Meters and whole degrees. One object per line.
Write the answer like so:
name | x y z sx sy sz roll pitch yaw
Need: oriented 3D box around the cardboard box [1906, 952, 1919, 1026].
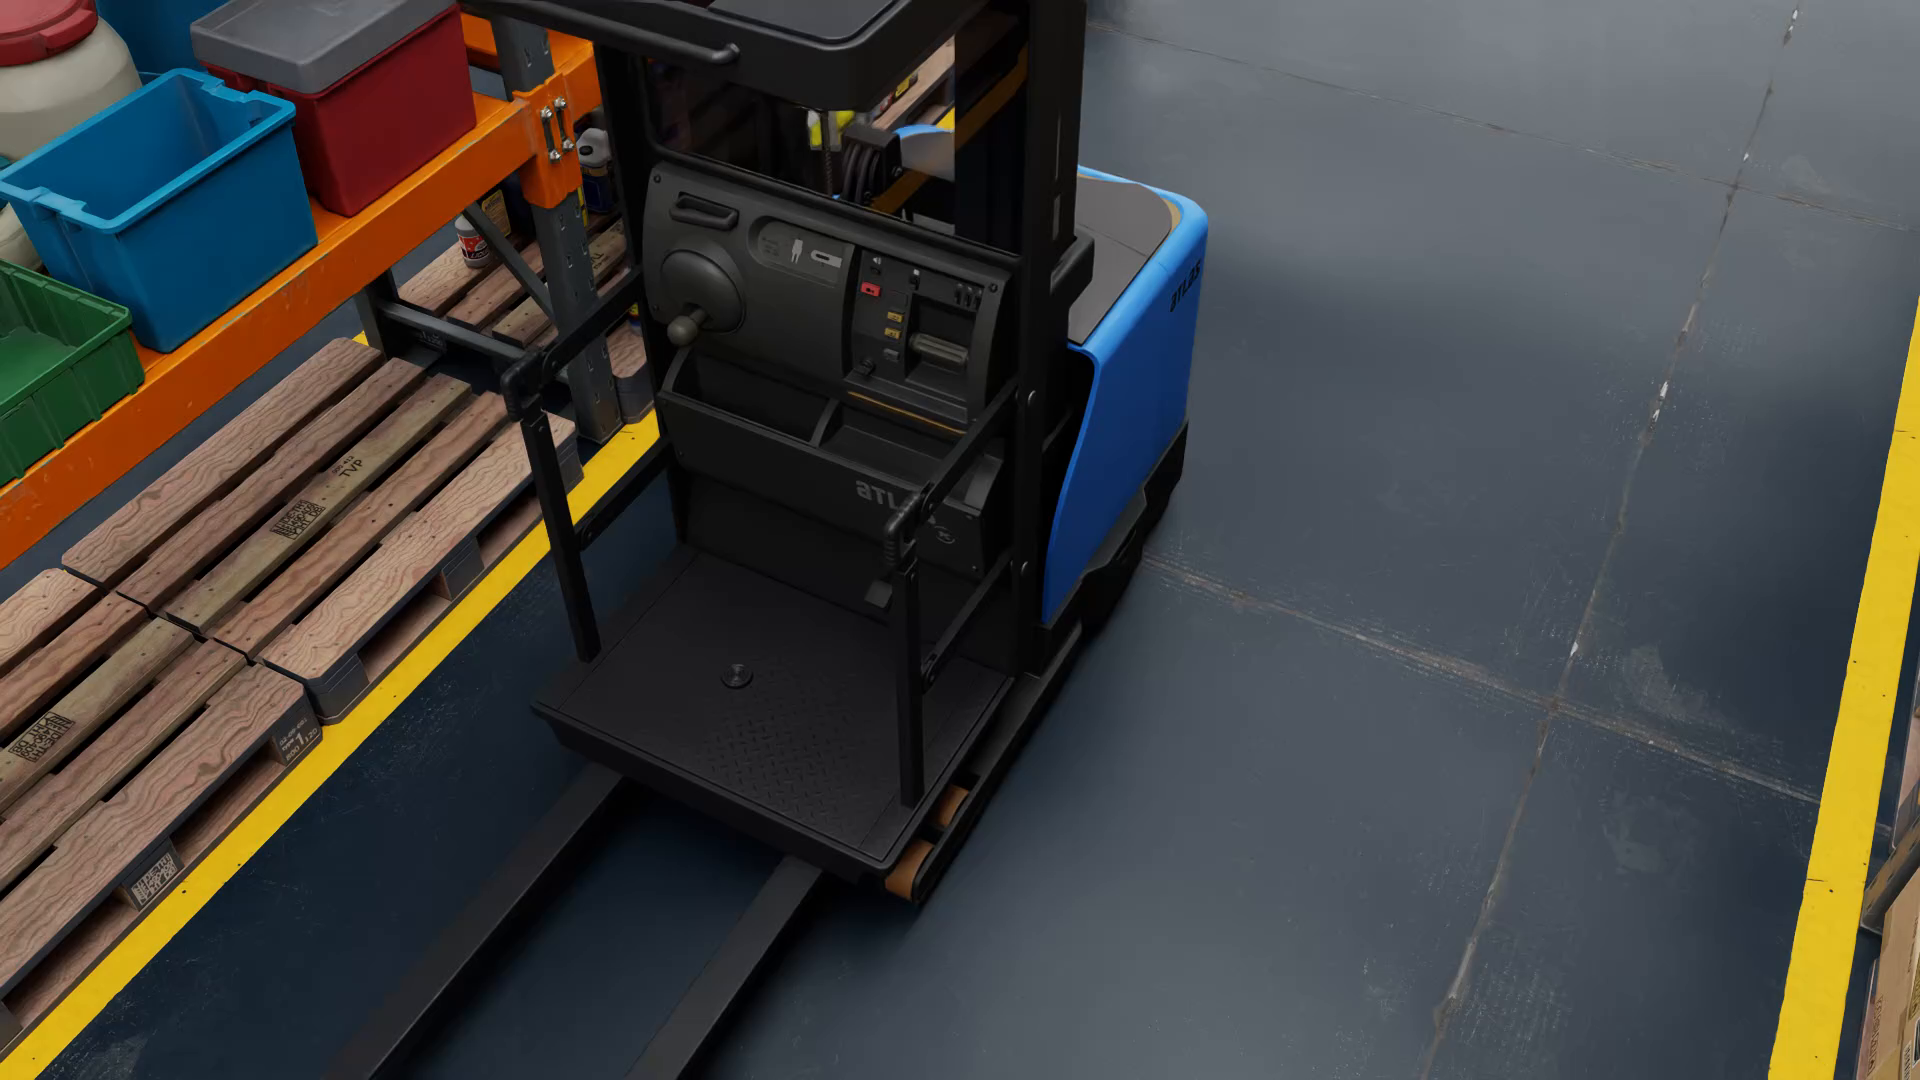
cardboard box | 2.362 0.869 3.526 0.500 0.311 0.500 21 49 19

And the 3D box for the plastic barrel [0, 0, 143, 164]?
plastic barrel | -2.249 -1.087 4.119 0.433 0.535 0.433 0 45 0

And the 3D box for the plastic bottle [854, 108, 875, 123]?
plastic bottle | -0.424 -1.747 6.474 0.152 0.276 0.135 19 48 18

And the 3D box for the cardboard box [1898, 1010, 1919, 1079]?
cardboard box | 2.125 1.182 3.216 0.500 0.311 0.500 20 49 19

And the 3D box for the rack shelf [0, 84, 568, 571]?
rack shelf | -2.539 -0.056 3.703 1.077 0.370 4.000 20 49 19

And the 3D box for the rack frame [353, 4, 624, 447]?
rack frame | -1.611 -1.569 4.692 1.000 3.000 0.127 20 49 19

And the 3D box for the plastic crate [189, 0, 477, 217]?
plastic crate | -1.565 -1.186 4.268 0.402 0.464 0.583 20 49 19

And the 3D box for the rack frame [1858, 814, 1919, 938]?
rack frame | 2.775 0.069 3.073 1.000 3.000 0.127 20 49 19

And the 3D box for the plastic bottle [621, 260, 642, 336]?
plastic bottle | -1.075 -0.821 5.561 0.097 0.271 0.097 0 45 0

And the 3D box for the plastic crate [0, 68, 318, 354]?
plastic crate | -1.847 -0.766 3.909 0.392 0.384 0.575 20 49 19

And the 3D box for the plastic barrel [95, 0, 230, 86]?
plastic barrel | -2.058 -1.602 4.372 0.600 0.901 0.708 20 49 19

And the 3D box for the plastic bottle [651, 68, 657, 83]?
plastic bottle | -1.249 -1.693 6.420 0.152 0.276 0.135 21 49 20

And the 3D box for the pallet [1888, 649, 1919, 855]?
pallet | 3.181 0.562 4.546 1.003 0.211 1.213 20 49 19

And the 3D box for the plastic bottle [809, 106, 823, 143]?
plastic bottle | -0.584 -1.551 6.227 0.144 0.351 0.185 20 49 19

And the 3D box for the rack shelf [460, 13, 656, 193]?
rack shelf | -0.682 -2.576 6.193 1.077 0.370 4.000 20 49 19

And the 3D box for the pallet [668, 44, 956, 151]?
pallet | -0.697 -1.770 6.851 1.003 0.211 1.213 20 49 19

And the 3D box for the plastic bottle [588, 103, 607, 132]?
plastic bottle | -1.328 -1.618 6.293 0.144 0.351 0.185 20 49 19

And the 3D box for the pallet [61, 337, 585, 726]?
pallet | -1.941 -0.081 5.182 1.003 0.211 1.213 20 49 19

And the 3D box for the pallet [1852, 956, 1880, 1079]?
pallet | 2.467 1.526 3.594 1.003 0.211 1.213 20 49 19

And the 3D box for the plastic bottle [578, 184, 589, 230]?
plastic bottle | -1.439 -1.246 5.926 0.144 0.351 0.185 20 49 19

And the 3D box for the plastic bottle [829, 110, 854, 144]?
plastic bottle | -0.497 -1.668 6.343 0.144 0.351 0.185 22 49 21

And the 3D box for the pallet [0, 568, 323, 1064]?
pallet | -2.506 0.690 4.420 1.003 0.211 1.213 20 49 19

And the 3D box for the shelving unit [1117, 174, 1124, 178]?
shelving unit | 0.347 -0.772 5.380 0.258 0.900 0.210 21 49 20

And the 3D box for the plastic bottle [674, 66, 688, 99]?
plastic bottle | -1.123 -1.879 6.657 0.097 0.201 0.097 0 45 0

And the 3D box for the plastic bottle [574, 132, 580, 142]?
plastic bottle | -1.478 -1.414 6.092 0.144 0.351 0.185 18 48 17

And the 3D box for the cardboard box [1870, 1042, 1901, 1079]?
cardboard box | 2.130 1.381 3.414 0.500 0.250 0.500 22 49 20

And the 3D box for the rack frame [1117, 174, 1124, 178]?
rack frame | 0.395 -0.836 5.443 0.240 0.900 0.006 21 49 20

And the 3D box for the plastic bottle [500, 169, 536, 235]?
plastic bottle | -1.567 -1.294 5.973 0.144 0.351 0.185 19 48 18

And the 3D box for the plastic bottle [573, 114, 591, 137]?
plastic bottle | -1.439 -1.507 6.231 0.061 0.283 0.133 24 50 22

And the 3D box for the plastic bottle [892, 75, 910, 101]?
plastic bottle | -0.256 -1.908 6.627 0.061 0.283 0.133 22 49 20

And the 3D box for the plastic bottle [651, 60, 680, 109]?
plastic bottle | -1.171 -1.839 6.567 0.097 0.271 0.097 0 45 0

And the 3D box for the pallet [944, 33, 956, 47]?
pallet | -0.129 -2.535 7.607 1.003 0.211 1.213 20 49 19

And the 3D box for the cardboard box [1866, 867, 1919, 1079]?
cardboard box | 2.368 1.060 3.732 0.500 0.250 0.500 19 48 18

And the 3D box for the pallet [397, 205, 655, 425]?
pallet | -1.262 -0.998 6.088 1.003 0.211 1.213 20 49 19

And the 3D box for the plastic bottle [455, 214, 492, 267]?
plastic bottle | -1.718 -1.072 5.858 0.097 0.201 0.097 0 45 0

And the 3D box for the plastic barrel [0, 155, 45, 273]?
plastic barrel | -2.361 -0.737 3.967 0.301 0.262 0.301 0 45 0

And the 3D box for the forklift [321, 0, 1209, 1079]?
forklift | -0.427 -0.469 3.653 1.130 2.935 3.031 21 49 20

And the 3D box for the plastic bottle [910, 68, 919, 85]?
plastic bottle | -0.218 -1.958 6.735 0.097 0.201 0.097 0 45 0

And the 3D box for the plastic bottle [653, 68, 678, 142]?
plastic bottle | -1.155 -1.660 6.383 0.061 0.283 0.133 20 49 19

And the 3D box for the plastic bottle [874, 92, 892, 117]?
plastic bottle | -0.359 -1.835 6.560 0.152 0.276 0.135 21 49 19

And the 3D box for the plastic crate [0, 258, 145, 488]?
plastic crate | -2.169 -0.304 3.591 0.450 0.188 0.662 20 49 19

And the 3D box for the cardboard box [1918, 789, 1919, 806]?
cardboard box | 2.797 0.523 4.262 0.500 0.250 0.500 20 49 19

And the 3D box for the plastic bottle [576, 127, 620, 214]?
plastic bottle | -1.335 -1.355 6.086 0.152 0.276 0.135 20 49 19

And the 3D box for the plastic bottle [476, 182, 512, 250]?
plastic bottle | -1.680 -1.181 5.909 0.061 0.283 0.133 23 50 21
